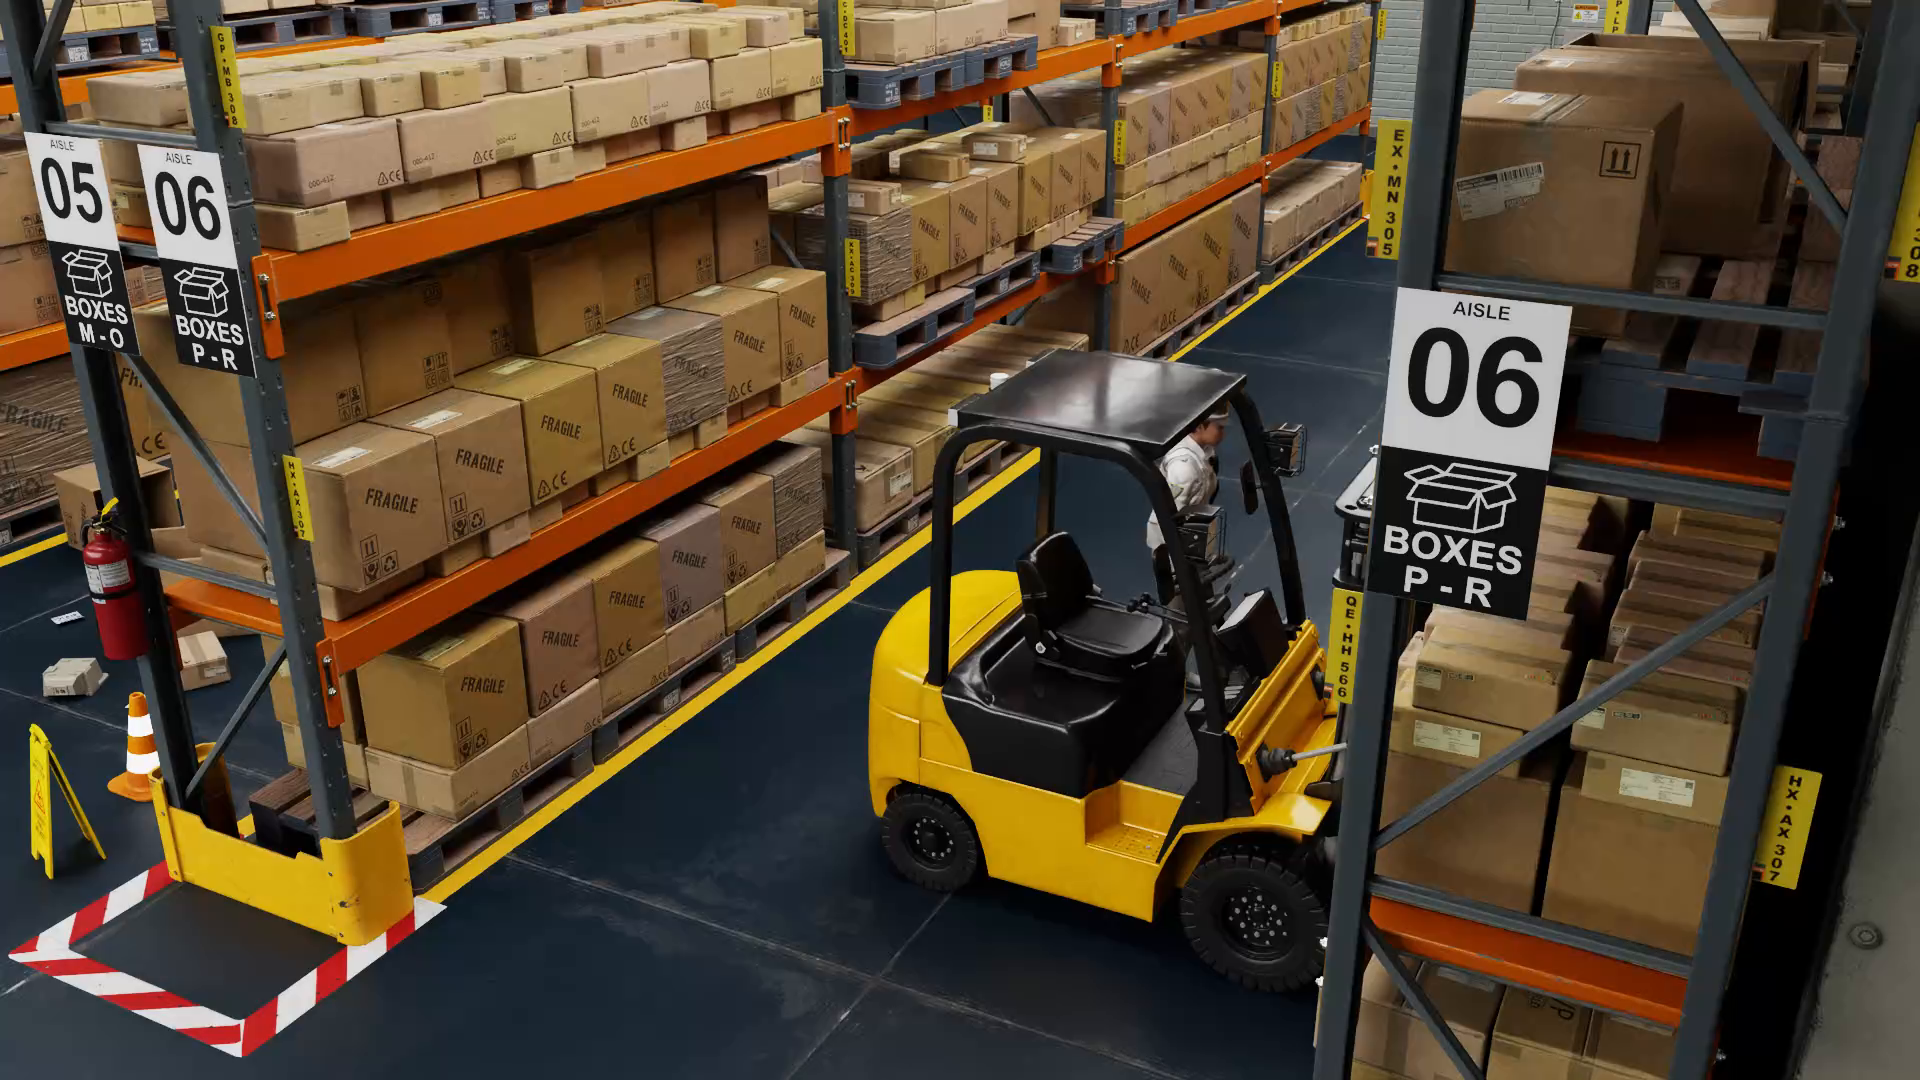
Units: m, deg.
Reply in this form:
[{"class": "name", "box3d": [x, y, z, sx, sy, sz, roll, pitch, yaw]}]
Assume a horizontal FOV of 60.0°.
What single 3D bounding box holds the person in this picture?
[{"class": "person", "box3d": [1.153, 0.050, 8.472, 0.378, 1.663, 0.531, 11, 25, 24]}]
